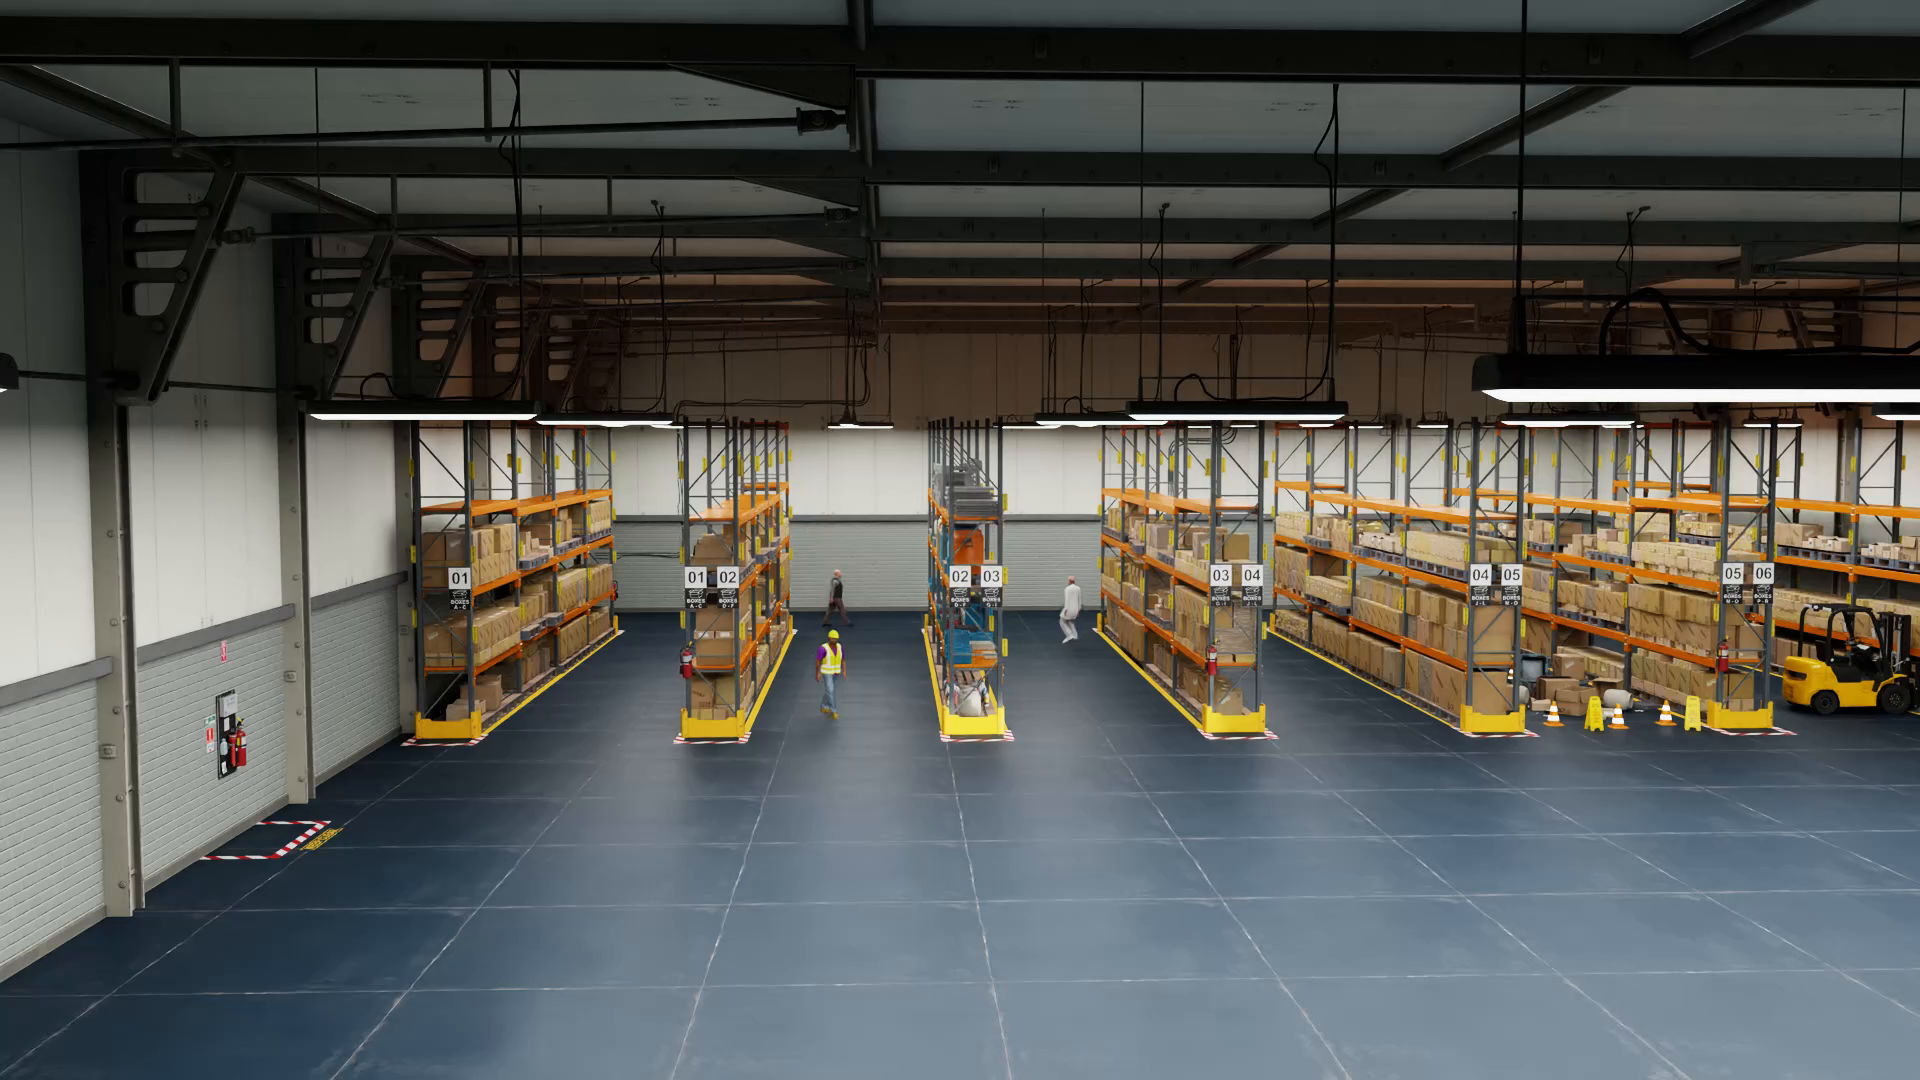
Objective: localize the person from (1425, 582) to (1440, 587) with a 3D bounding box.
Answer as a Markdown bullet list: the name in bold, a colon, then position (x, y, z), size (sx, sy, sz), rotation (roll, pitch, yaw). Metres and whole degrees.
- **person**: position (13.056, 1.827, 46.044), size (0.638, 1.779, 0.531), rotation (-2, 4, -28)

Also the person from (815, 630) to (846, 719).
- **person**: position (-2.549, 2.662, 33.279), size (0.593, 1.718, 0.951), rotation (-3, 5, -42)

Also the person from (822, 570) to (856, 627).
- **person**: position (-3.572, 1.692, 48.607), size (0.971, 1.662, 0.507), rotation (-1, 4, -18)

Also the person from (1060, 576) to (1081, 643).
- **person**: position (2.917, 1.823, 43.579), size (0.626, 1.755, 0.507), rotation (-3, 5, -40)
